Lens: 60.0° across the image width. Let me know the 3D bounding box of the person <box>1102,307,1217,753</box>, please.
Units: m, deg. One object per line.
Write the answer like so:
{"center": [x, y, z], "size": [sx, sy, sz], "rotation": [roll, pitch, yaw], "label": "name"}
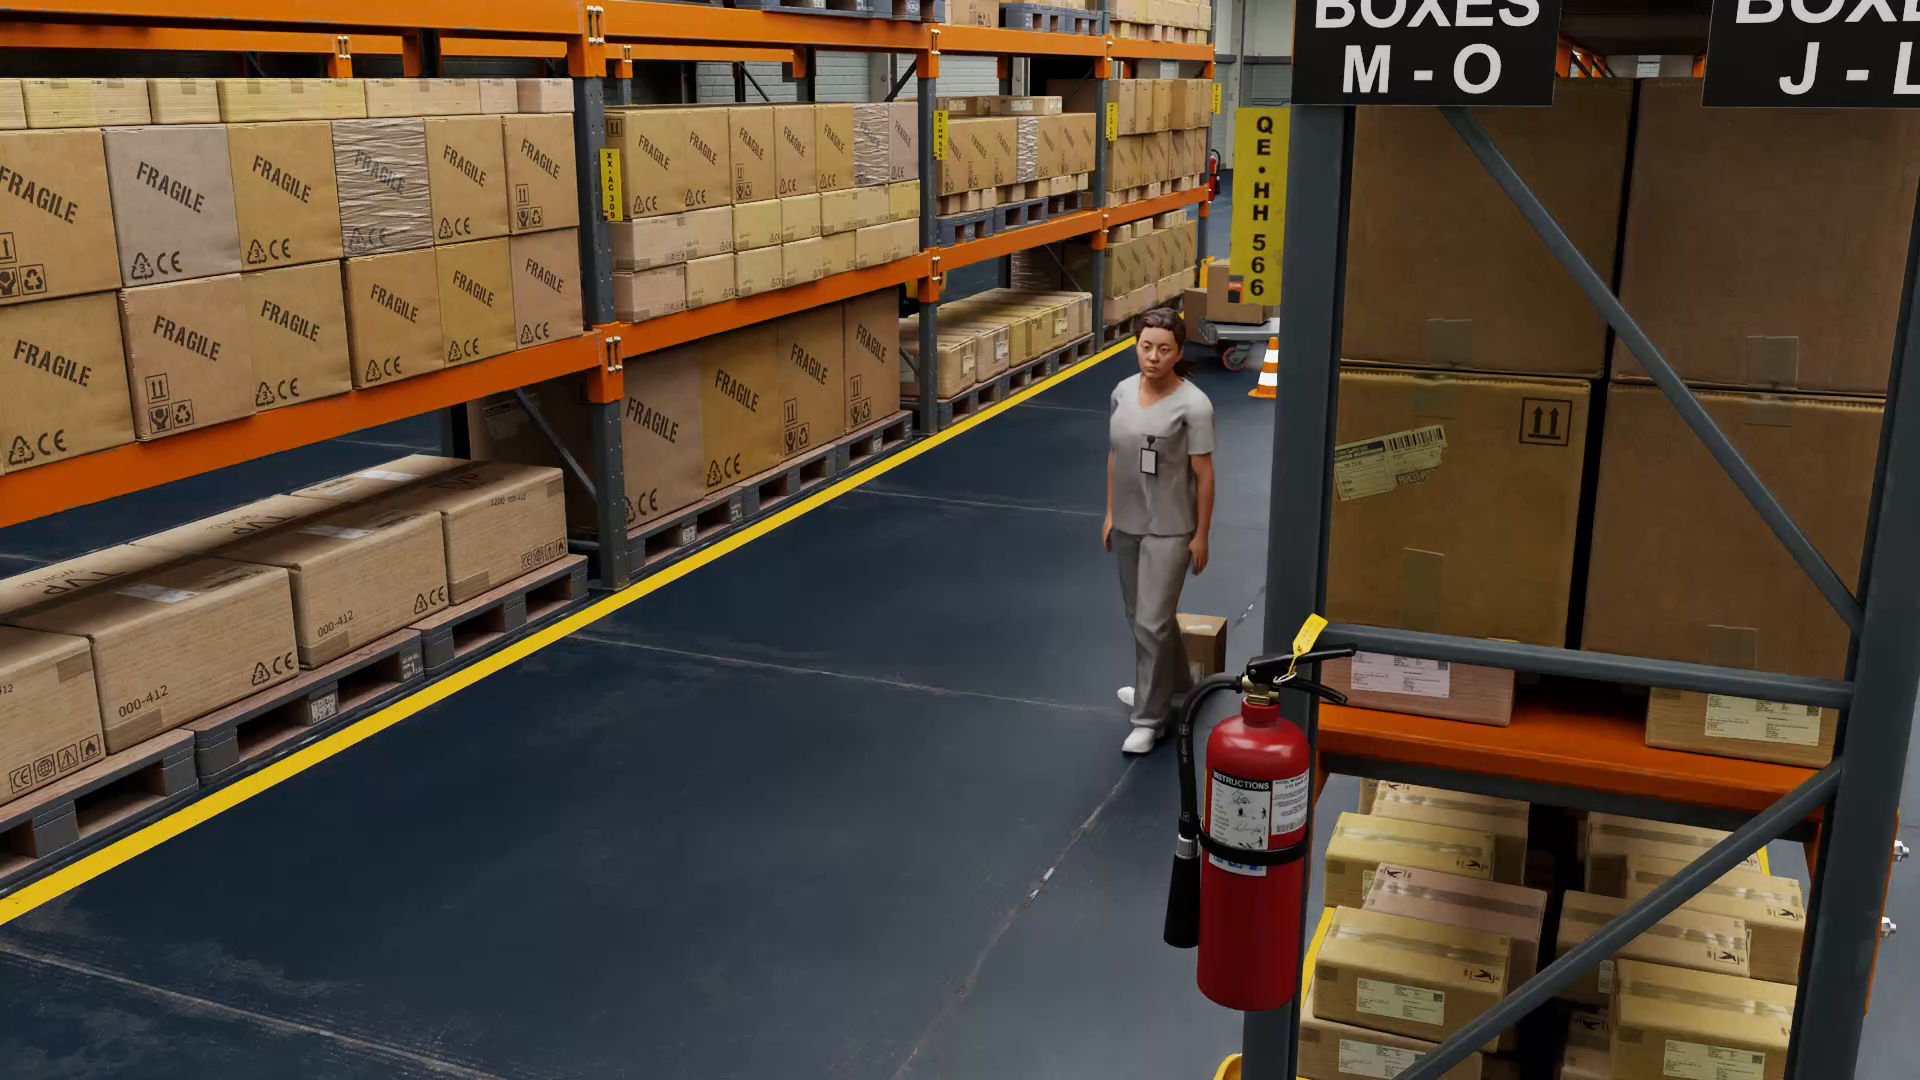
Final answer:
{"center": [0.758, -0.056, 6.243], "size": [0.562, 1.658, 0.497], "rotation": [-15, 21, -43], "label": "person"}
